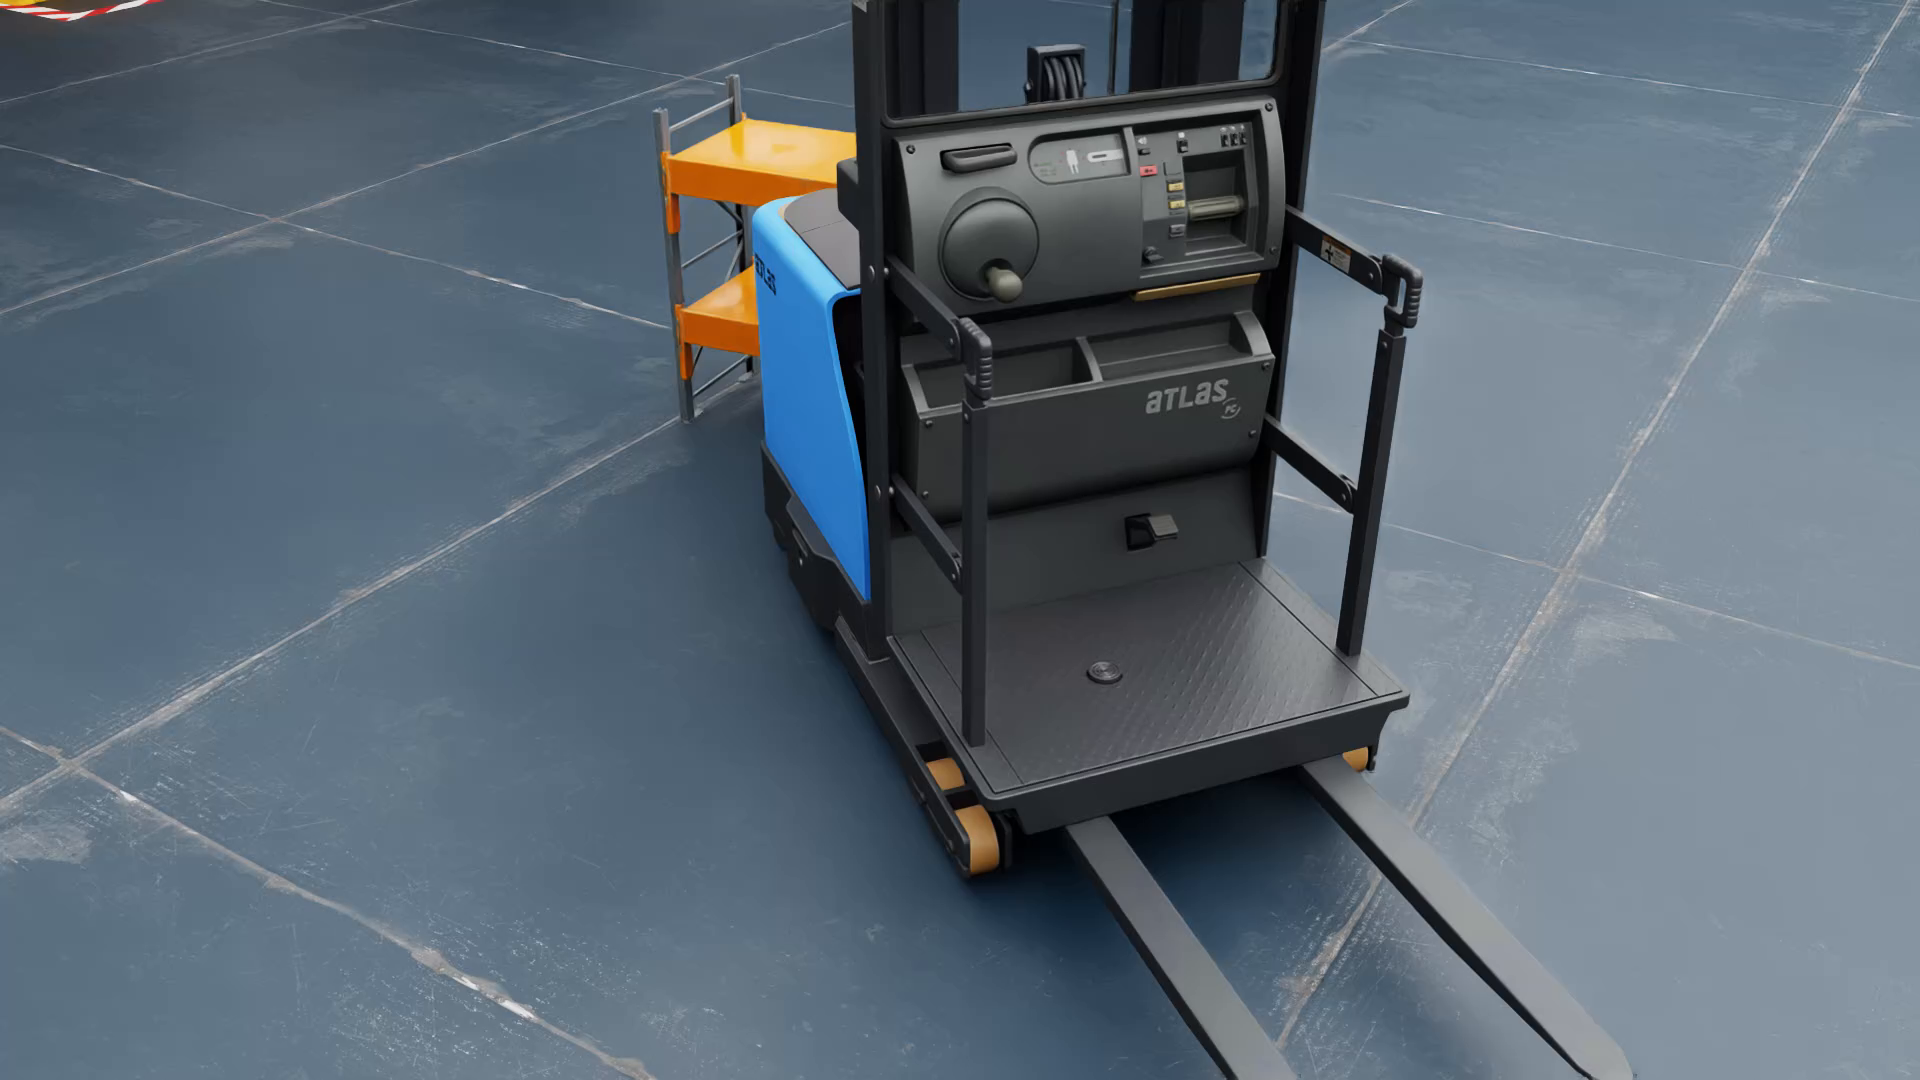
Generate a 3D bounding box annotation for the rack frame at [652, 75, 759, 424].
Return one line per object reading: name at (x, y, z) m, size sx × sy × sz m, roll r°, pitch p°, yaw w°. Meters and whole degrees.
rack frame at (-0.885, -1.020, 5.882) m, size 0.032 × 1.125 × 0.500 m, roll 13°, pitch 33°, yaw 21°

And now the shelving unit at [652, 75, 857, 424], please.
shelving unit at (-0.422, -0.915, 5.702) m, size 1.048 × 1.125 × 0.538 m, roll 13°, pitch 33°, yaw 21°

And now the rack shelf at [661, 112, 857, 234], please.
rack shelf at (-0.422, -1.168, 5.554) m, size 1.000 × 0.278 × 0.538 m, roll 13°, pitch 33°, yaw 21°

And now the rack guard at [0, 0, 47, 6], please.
rack guard at (-6.438, -4.251, 12.040) m, size 0.348 × 0.500 × 1.175 m, roll 18°, pitch 35°, yaw 27°

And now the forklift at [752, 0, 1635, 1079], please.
forklift at (0.393, -0.718, 3.572) m, size 1.130 × 2.935 × 3.031 m, roll -11°, pitch 32°, yaw -18°

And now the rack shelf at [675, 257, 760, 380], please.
rack shelf at (-0.422, -0.704, 5.825) m, size 1.000 × 0.278 × 0.538 m, roll 13°, pitch 33°, yaw 21°
